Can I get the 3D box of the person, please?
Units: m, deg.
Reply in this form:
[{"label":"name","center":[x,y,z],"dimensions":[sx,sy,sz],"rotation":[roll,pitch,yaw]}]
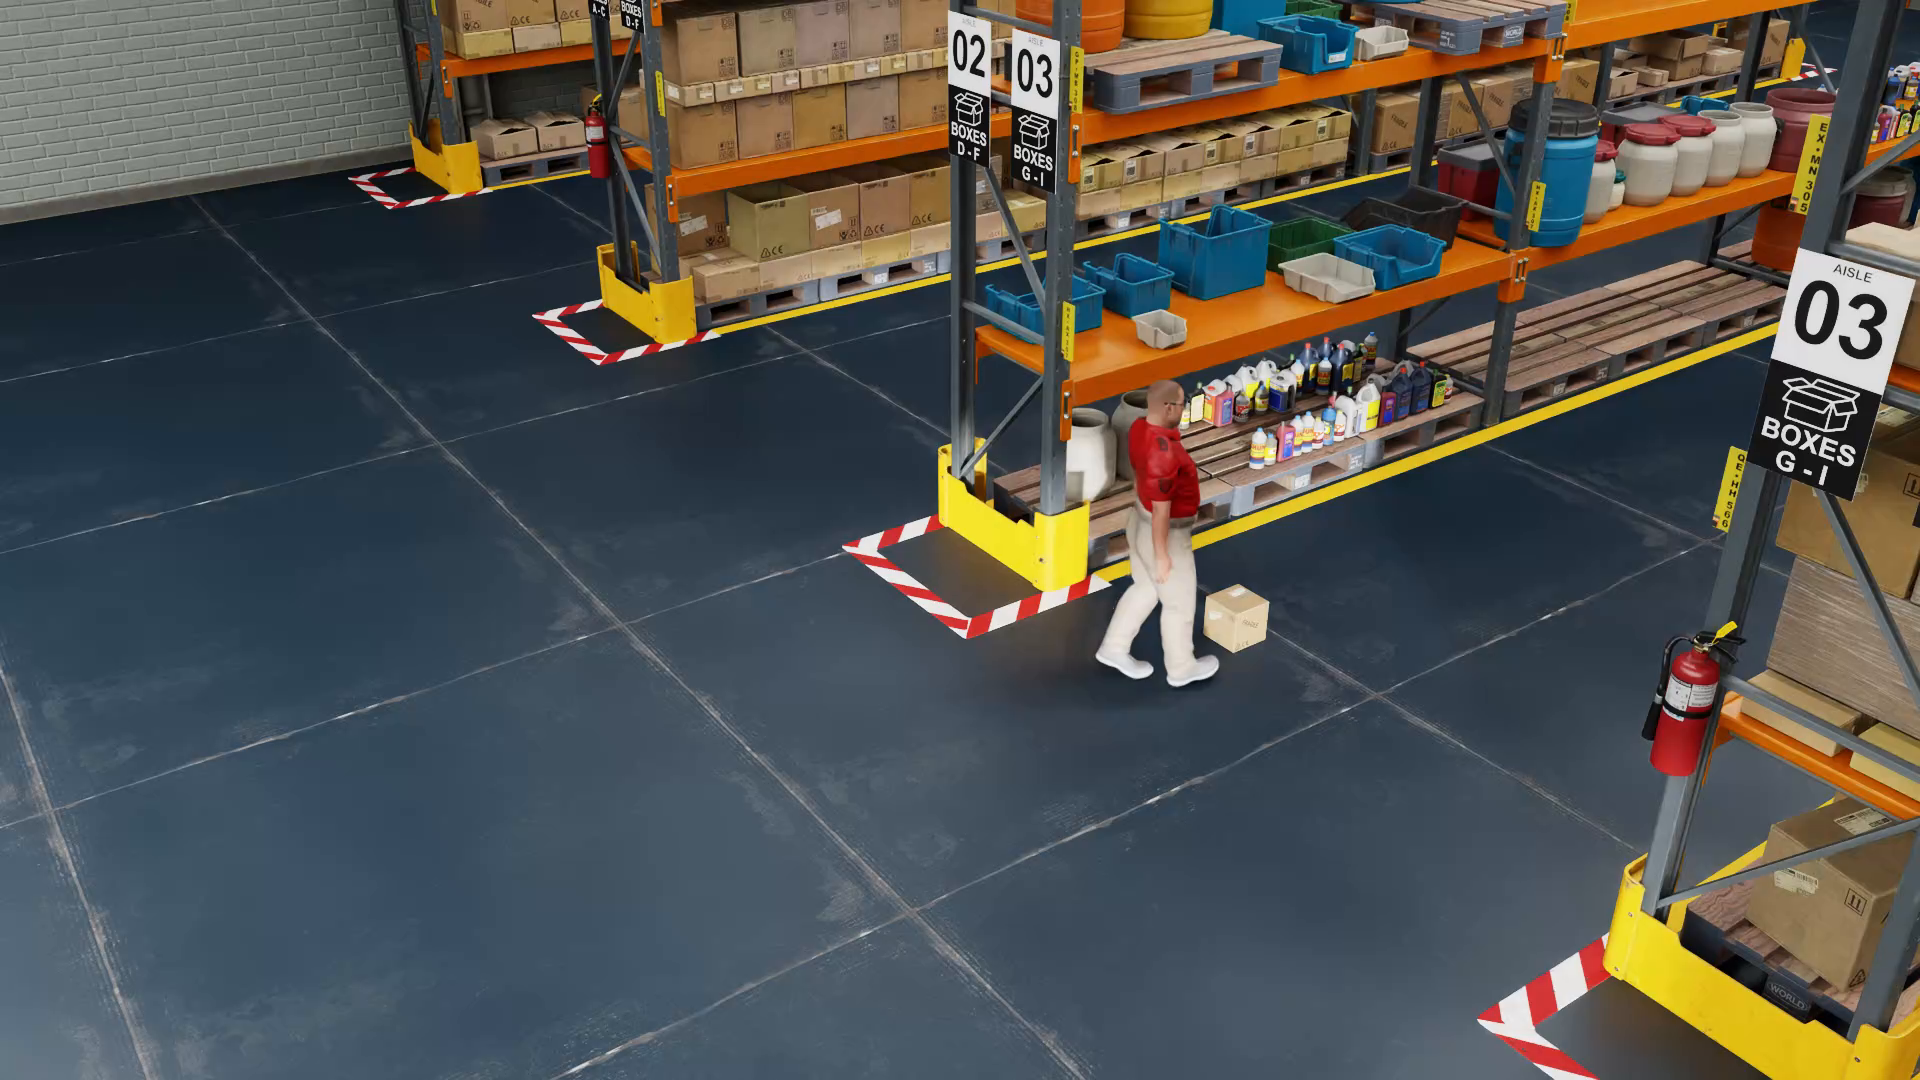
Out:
[{"label":"person","center":[1.092,-0.031,8.697],"dimensions":[0.638,1.727,0.542],"rotation":[-5,29,-10]}]
